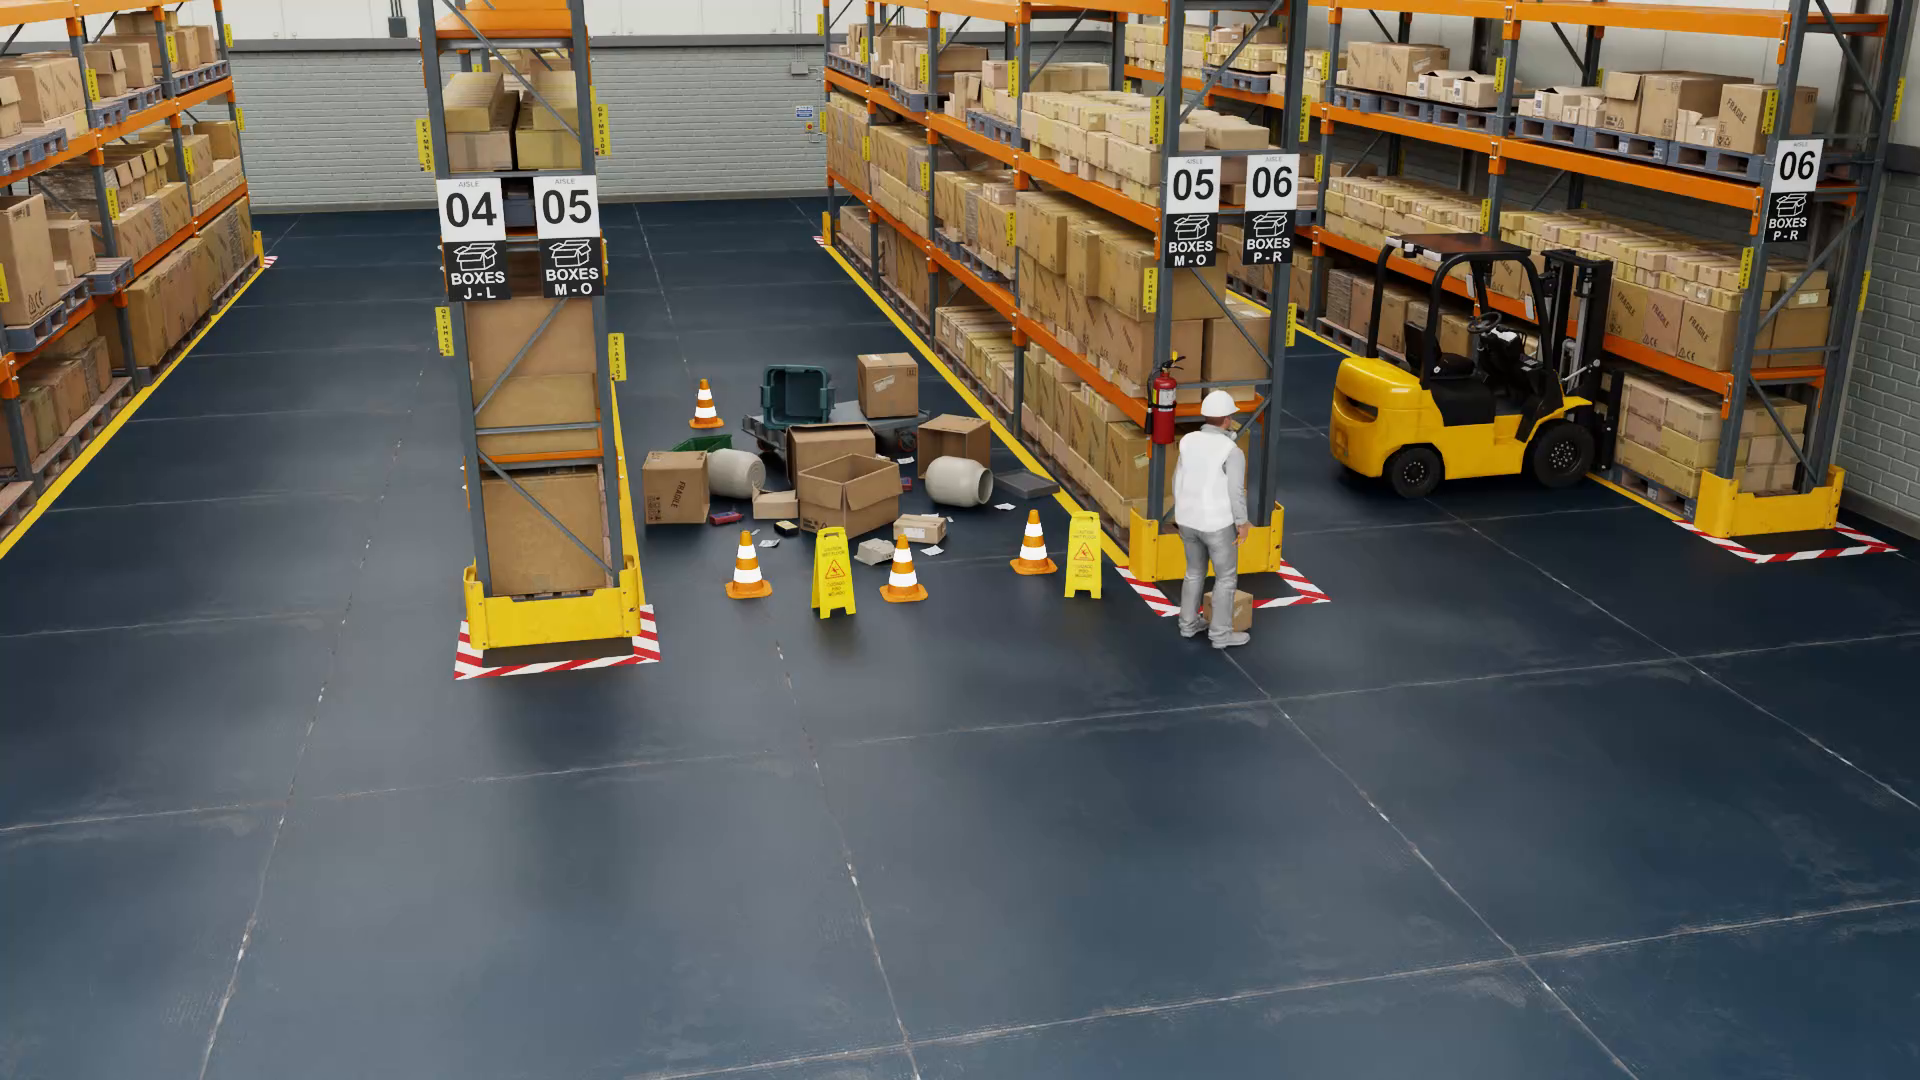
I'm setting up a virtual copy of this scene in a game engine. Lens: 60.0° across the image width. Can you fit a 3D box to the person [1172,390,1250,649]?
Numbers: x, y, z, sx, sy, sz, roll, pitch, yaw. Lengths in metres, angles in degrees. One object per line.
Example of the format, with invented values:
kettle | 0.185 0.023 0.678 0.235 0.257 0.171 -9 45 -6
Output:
person | 1.724 -0.149 11.452 0.464 1.771 0.594 -18 26 -41
